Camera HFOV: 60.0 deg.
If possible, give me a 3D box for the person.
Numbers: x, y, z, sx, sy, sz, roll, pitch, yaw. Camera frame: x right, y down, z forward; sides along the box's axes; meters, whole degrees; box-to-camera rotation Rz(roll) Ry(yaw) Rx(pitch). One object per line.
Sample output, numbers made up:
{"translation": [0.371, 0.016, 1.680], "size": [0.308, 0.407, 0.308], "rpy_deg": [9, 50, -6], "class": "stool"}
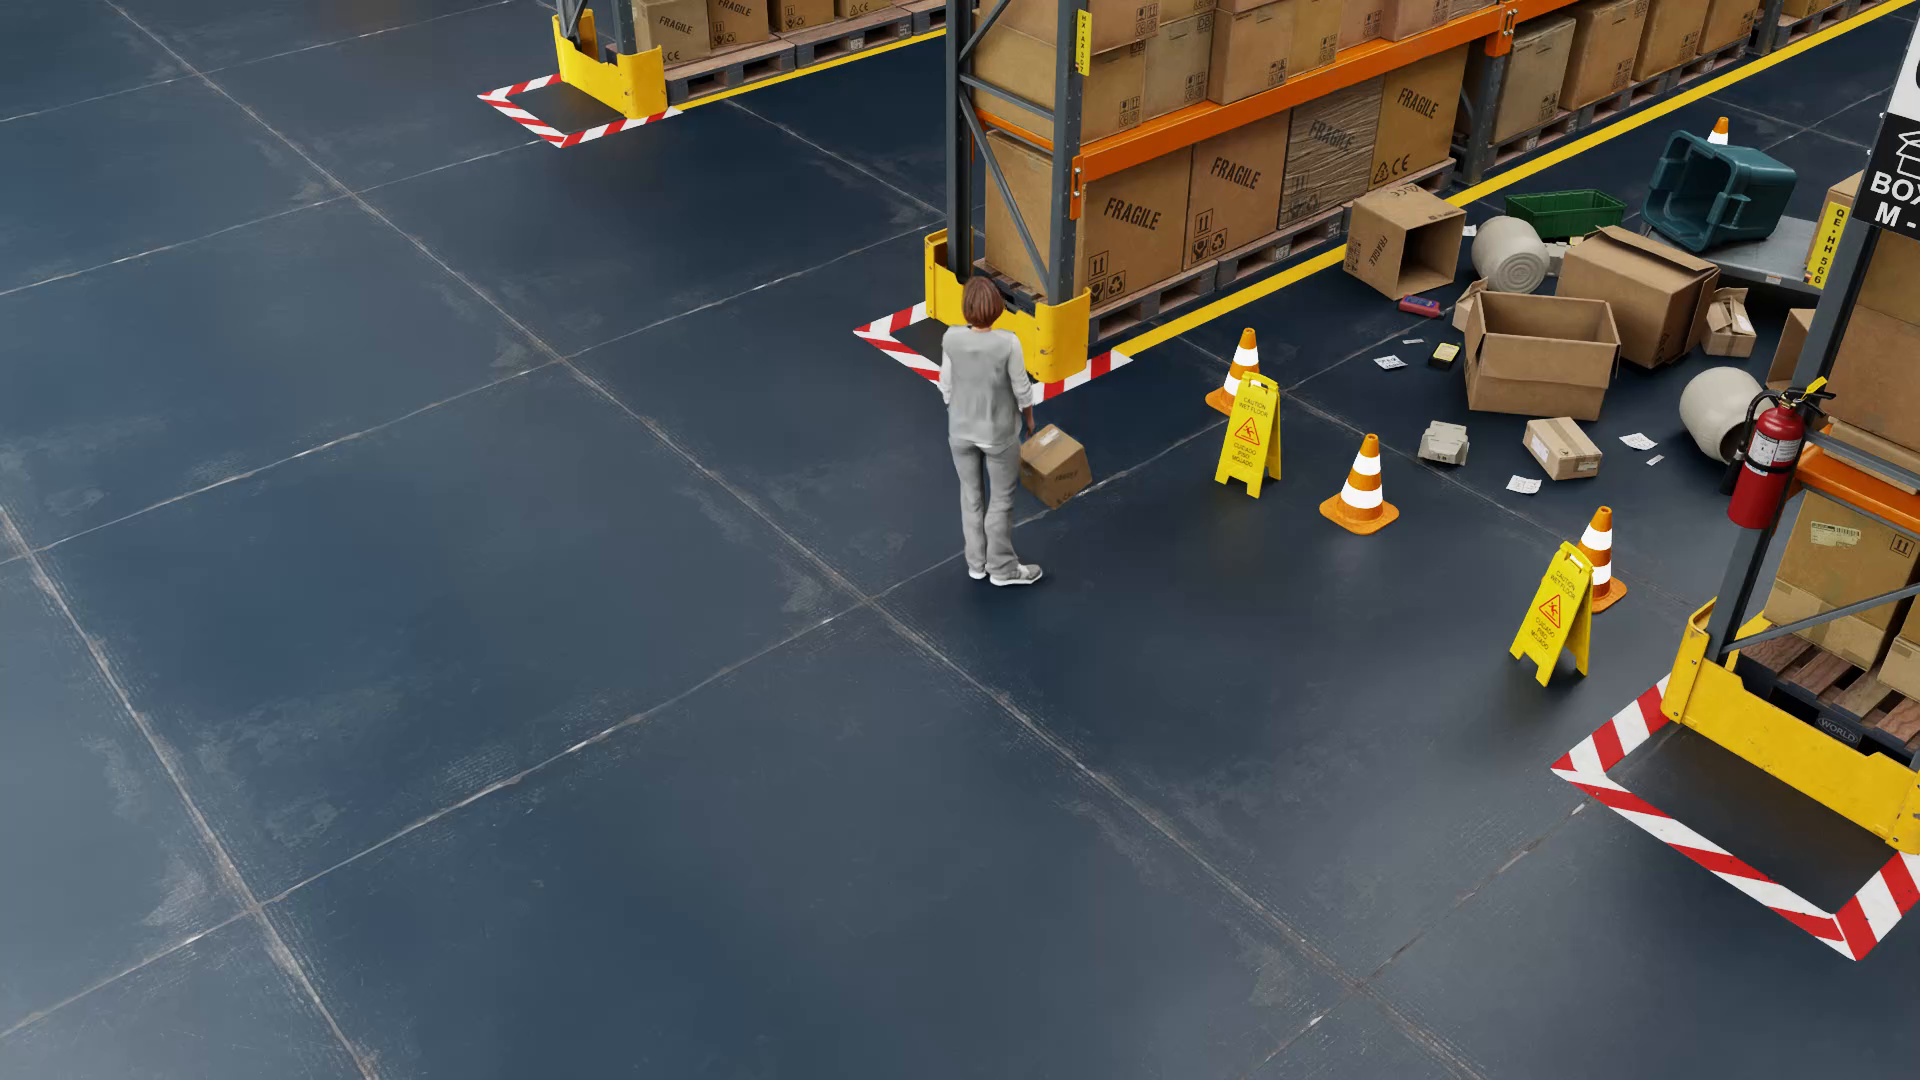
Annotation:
{"translation": [0.158, -0.508, 7.749], "size": [0.517, 1.605, 0.343], "rpy_deg": [12, 38, 16], "class": "person"}
